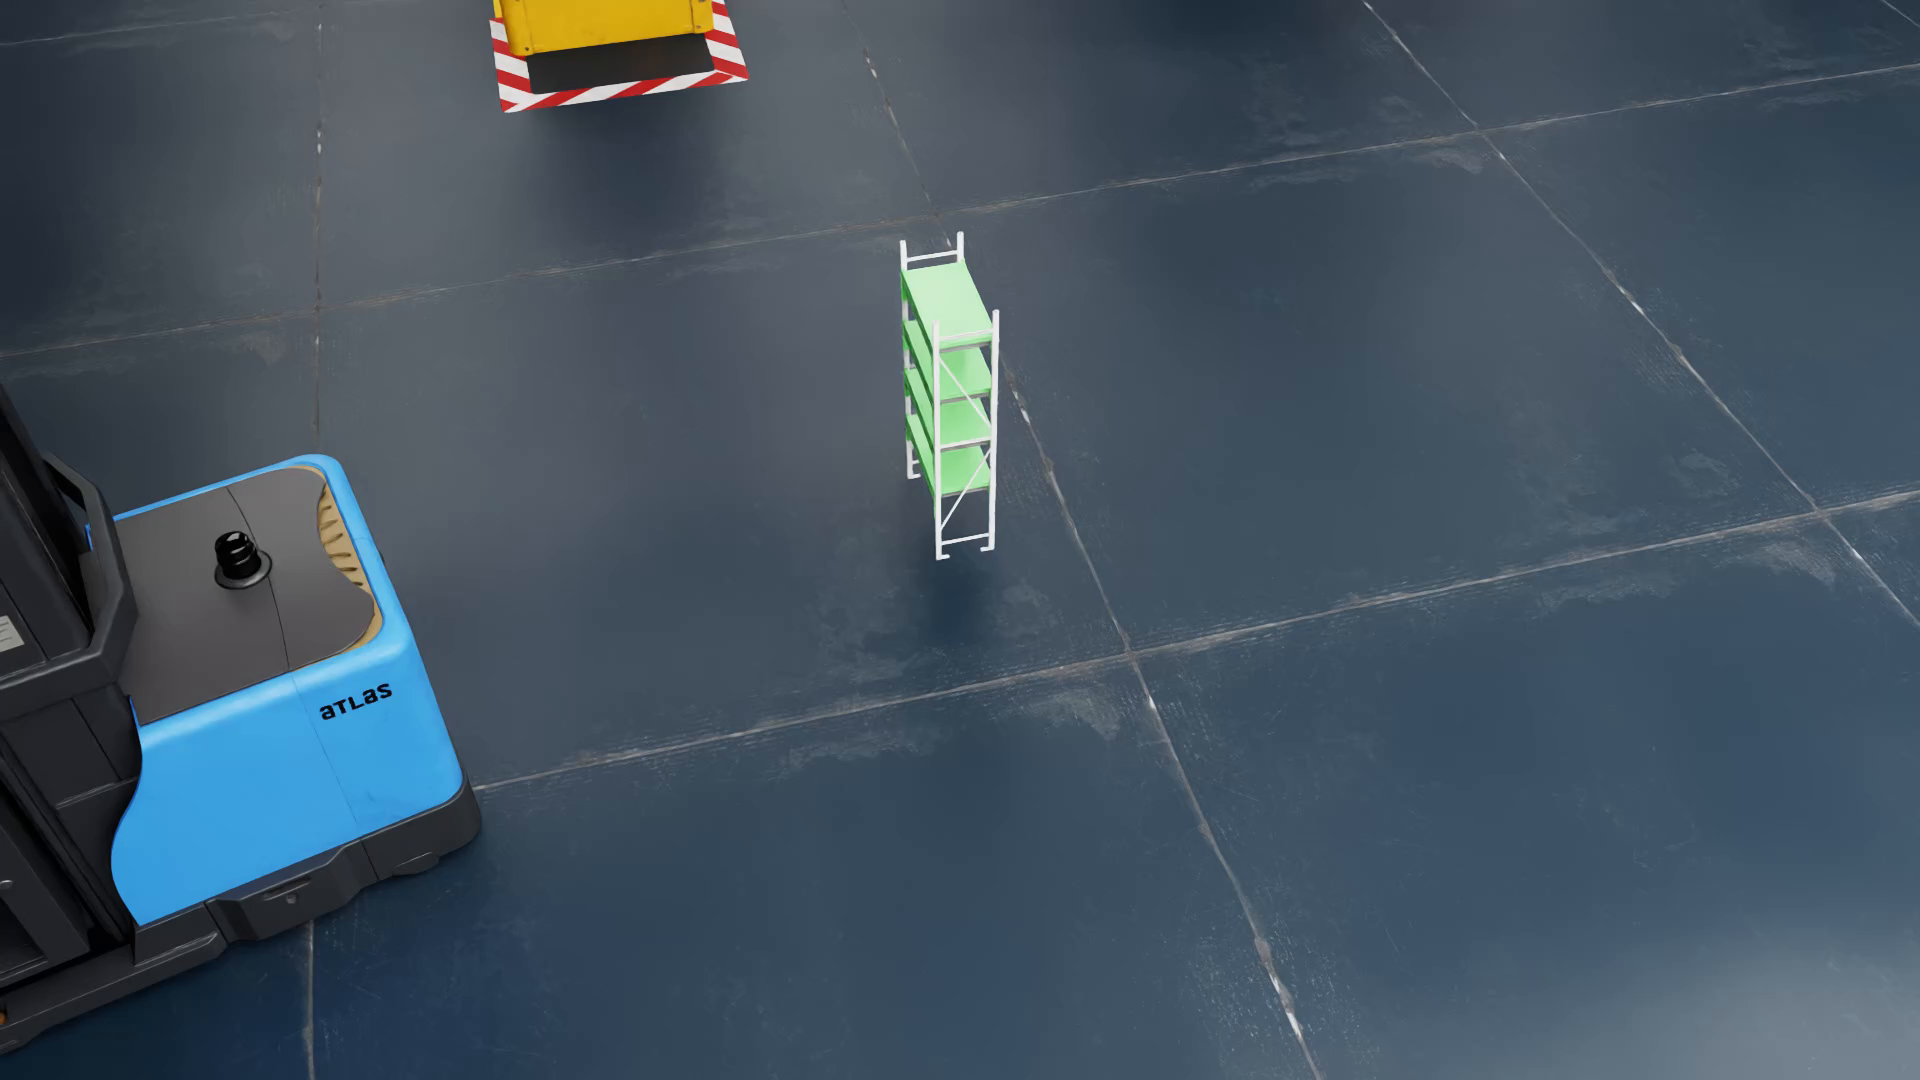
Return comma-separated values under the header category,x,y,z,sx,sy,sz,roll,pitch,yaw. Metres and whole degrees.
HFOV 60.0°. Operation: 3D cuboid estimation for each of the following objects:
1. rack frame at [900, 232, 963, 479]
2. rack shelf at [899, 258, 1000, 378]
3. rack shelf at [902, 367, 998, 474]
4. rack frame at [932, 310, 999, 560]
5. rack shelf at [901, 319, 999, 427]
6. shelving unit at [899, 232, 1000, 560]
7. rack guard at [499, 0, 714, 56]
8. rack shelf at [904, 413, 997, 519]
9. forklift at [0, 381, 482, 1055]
category,x,y,z,sx,sy,sz,roll,pitch,yaw
rack frame,-0.105,-0.703,6.599,0.240,1.200,0.015,-11,47,-10
rack shelf,-0.042,-0.825,6.136,0.258,0.148,0.480,-11,47,-10
rack shelf,-0.042,-0.490,6.479,0.258,0.148,0.480,-11,47,-10
rack frame,0.020,-0.366,6.268,0.240,1.200,0.015,-11,47,-10
rack shelf,-0.042,-0.658,6.308,0.258,0.148,0.480,-11,47,-10
shelving unit,-0.042,-0.534,6.433,0.258,1.200,0.503,-11,47,-10
rack guard,-2.025,-3.138,9.475,1.175,0.500,0.348,-11,47,-10
rack shelf,-0.042,-0.322,6.651,0.258,0.148,0.480,-11,47,-10
forklift,-3.182,0.223,4.479,3.031,2.935,1.130,-21,49,-20
